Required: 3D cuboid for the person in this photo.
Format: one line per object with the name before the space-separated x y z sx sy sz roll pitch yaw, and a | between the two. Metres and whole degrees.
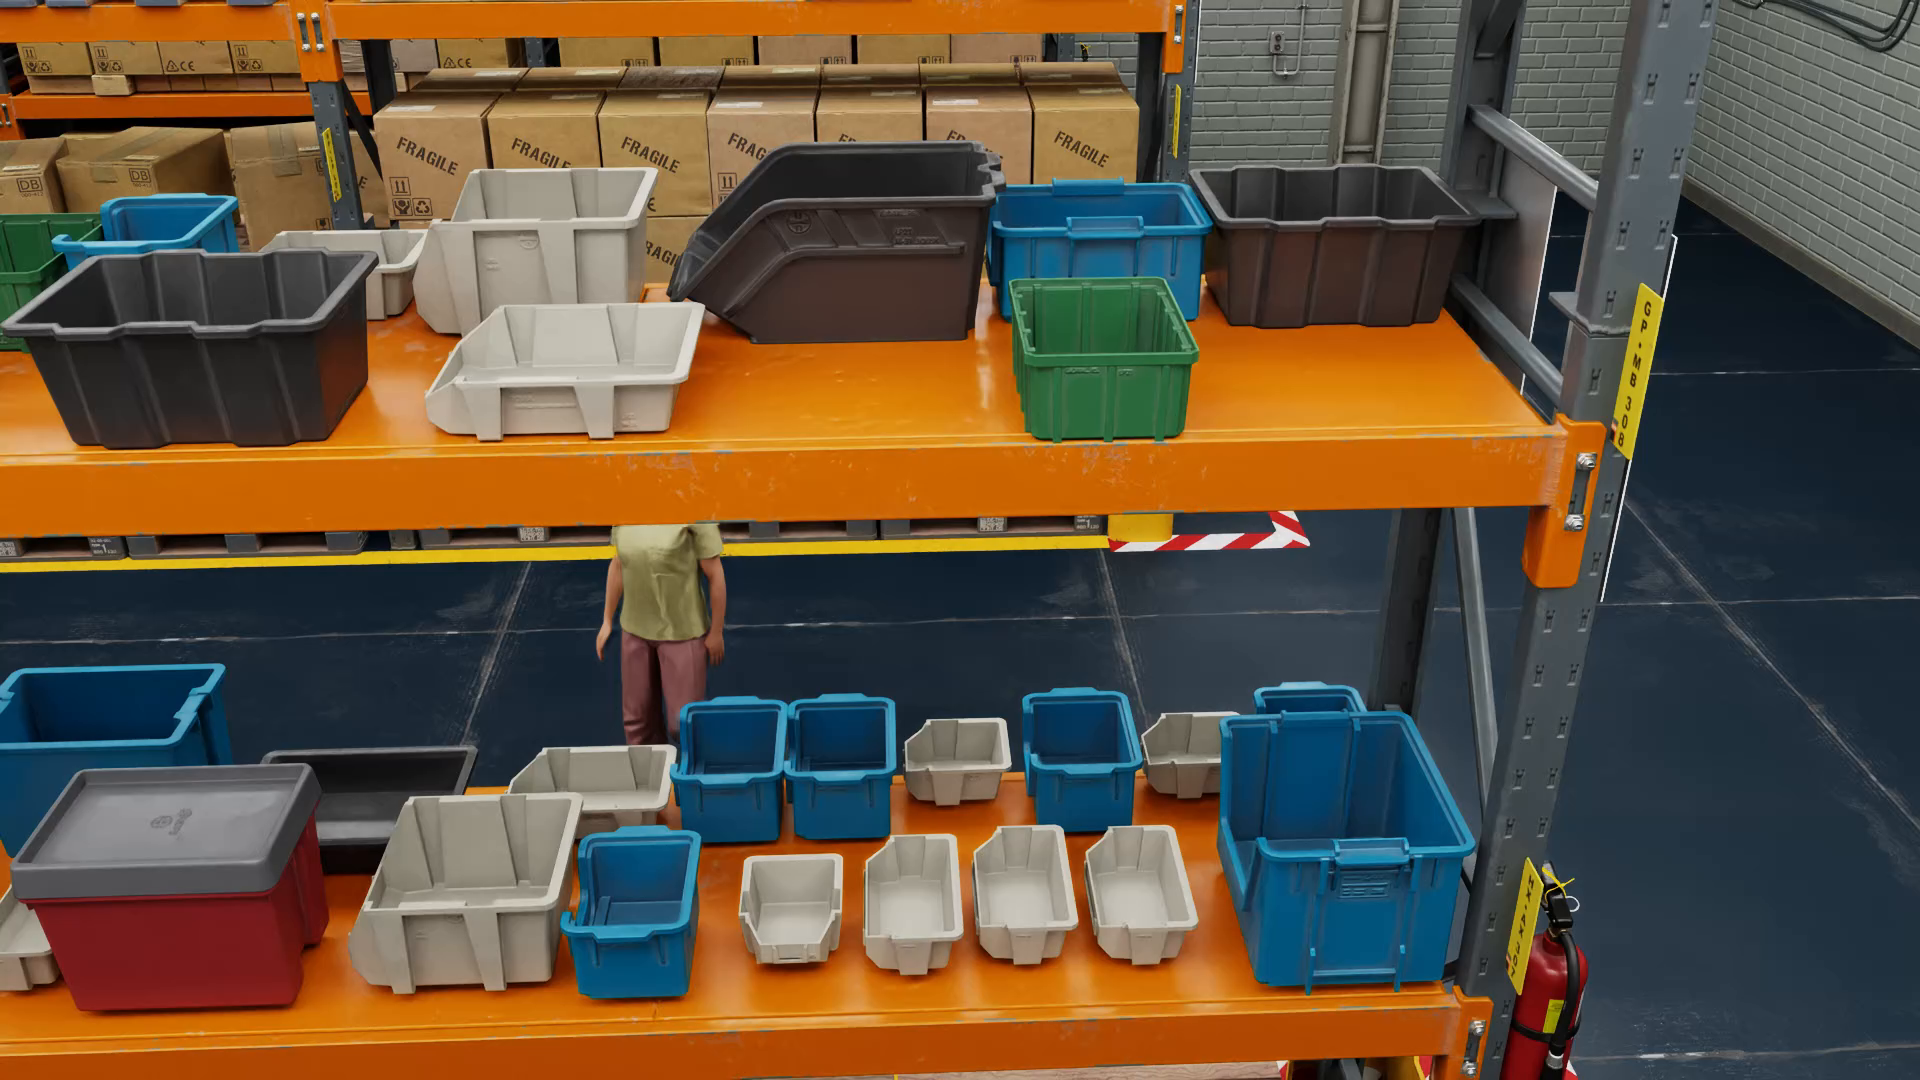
person | -1.167 0.373 6.410 0.491 1.652 0.690 11 30 20
